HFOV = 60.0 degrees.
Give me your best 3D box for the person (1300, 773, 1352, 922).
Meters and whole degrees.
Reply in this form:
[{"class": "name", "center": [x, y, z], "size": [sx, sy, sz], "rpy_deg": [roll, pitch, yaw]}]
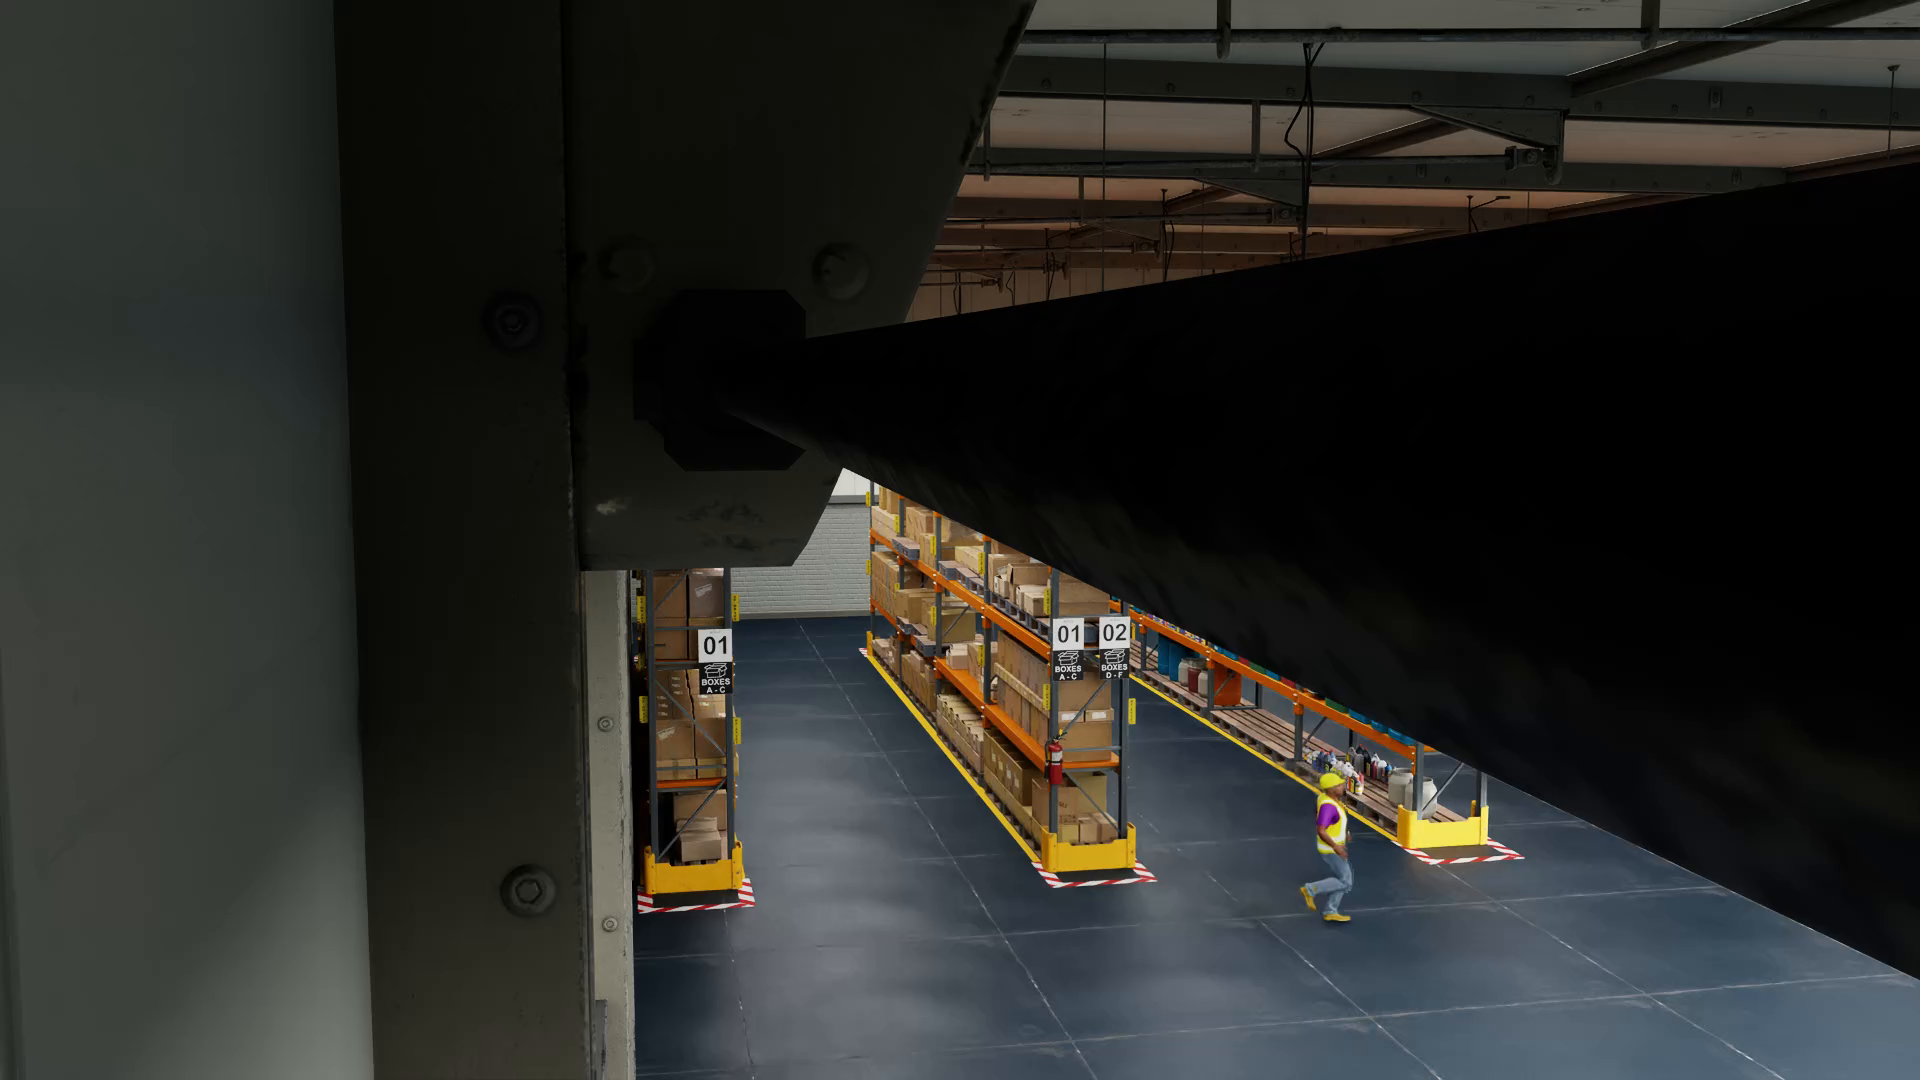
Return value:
[{"class": "person", "center": [4.185, 3.503, 18.971], "size": [0.586, 1.722, 0.706], "rpy_deg": [1, 6, 10]}]
